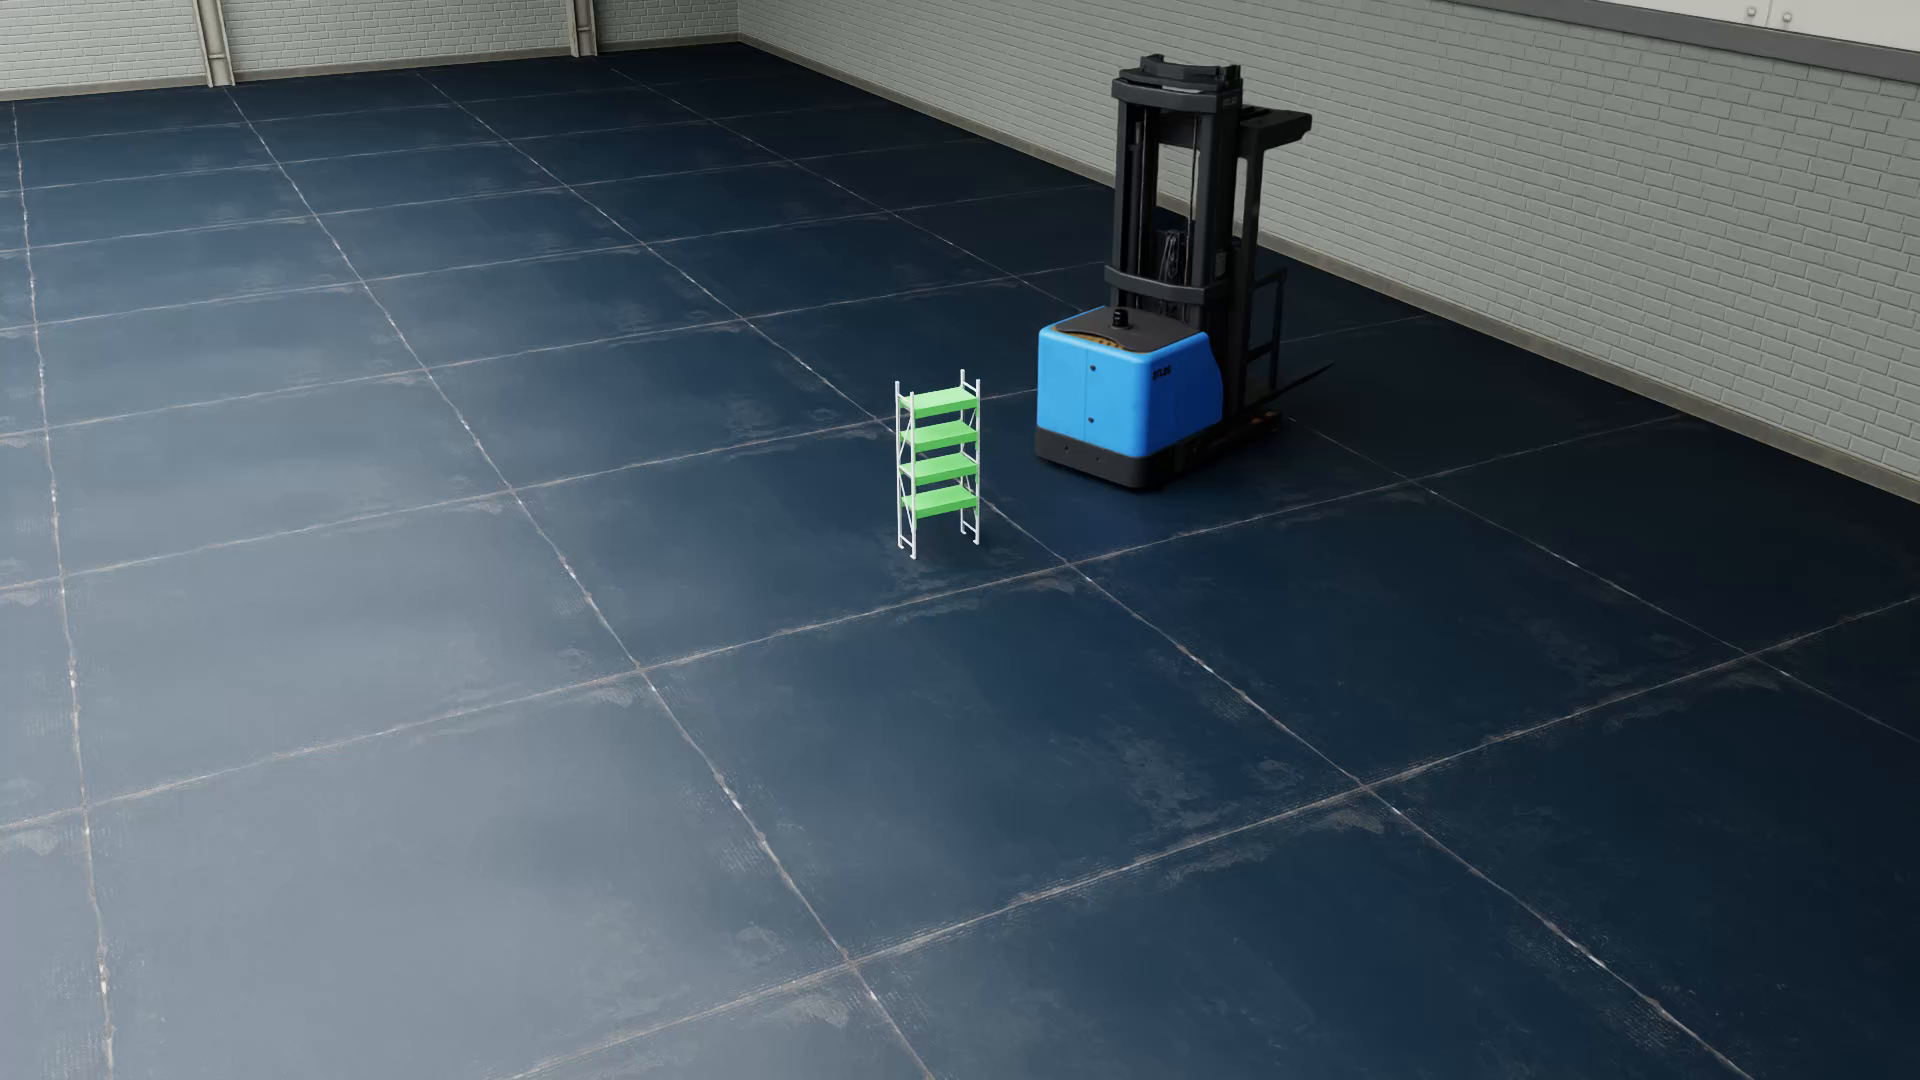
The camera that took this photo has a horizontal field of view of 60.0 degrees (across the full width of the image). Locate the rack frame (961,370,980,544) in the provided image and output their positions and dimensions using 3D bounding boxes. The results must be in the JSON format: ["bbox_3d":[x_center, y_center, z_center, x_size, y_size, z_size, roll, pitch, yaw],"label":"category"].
[{"bbox_3d":[0.069,-0.557,11.326,0.015,1.200,0.240,-13,29,-25],"label":"rack frame"}]

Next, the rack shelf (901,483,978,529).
[{"bbox_3d":[-0.146,-0.233,11.354,0.480,0.148,0.258,-13,29,-25],"label":"rack shelf"}]

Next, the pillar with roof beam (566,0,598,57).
[{"bbox_3d":[-4.624,-11.000,24.067,0.400,9.000,9.100,-13,29,-25],"label":"pillar with roof beam"}]

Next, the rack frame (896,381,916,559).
[{"bbox_3d":[-0.361,-0.457,11.119,0.015,1.200,0.240,-13,29,-25],"label":"rack frame"}]

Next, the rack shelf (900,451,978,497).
[{"bbox_3d":[-0.146,-0.450,11.250,0.480,0.148,0.258,-13,29,-25],"label":"rack shelf"}]

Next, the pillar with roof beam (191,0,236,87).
[{"bbox_3d":[-9.918,-9.778,21.521,0.400,9.000,9.100,-13,29,-25],"label":"pillar with roof beam"}]

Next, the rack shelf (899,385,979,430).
[{"bbox_3d":[-0.146,-0.882,11.042,0.480,0.148,0.258,-13,29,-25],"label":"rack shelf"}]

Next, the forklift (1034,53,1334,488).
[{"bbox_3d":[1.935,-2.255,12.861,1.130,2.935,3.031,21,33,37],"label":"forklift"}]

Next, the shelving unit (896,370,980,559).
[{"bbox_3d":[-0.146,-0.507,11.222,0.503,1.200,0.258,-13,29,-25],"label":"shelving unit"}]

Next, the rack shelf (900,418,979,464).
[{"bbox_3d":[-0.146,-0.666,11.146,0.480,0.148,0.258,-13,29,-25],"label":"rack shelf"}]
